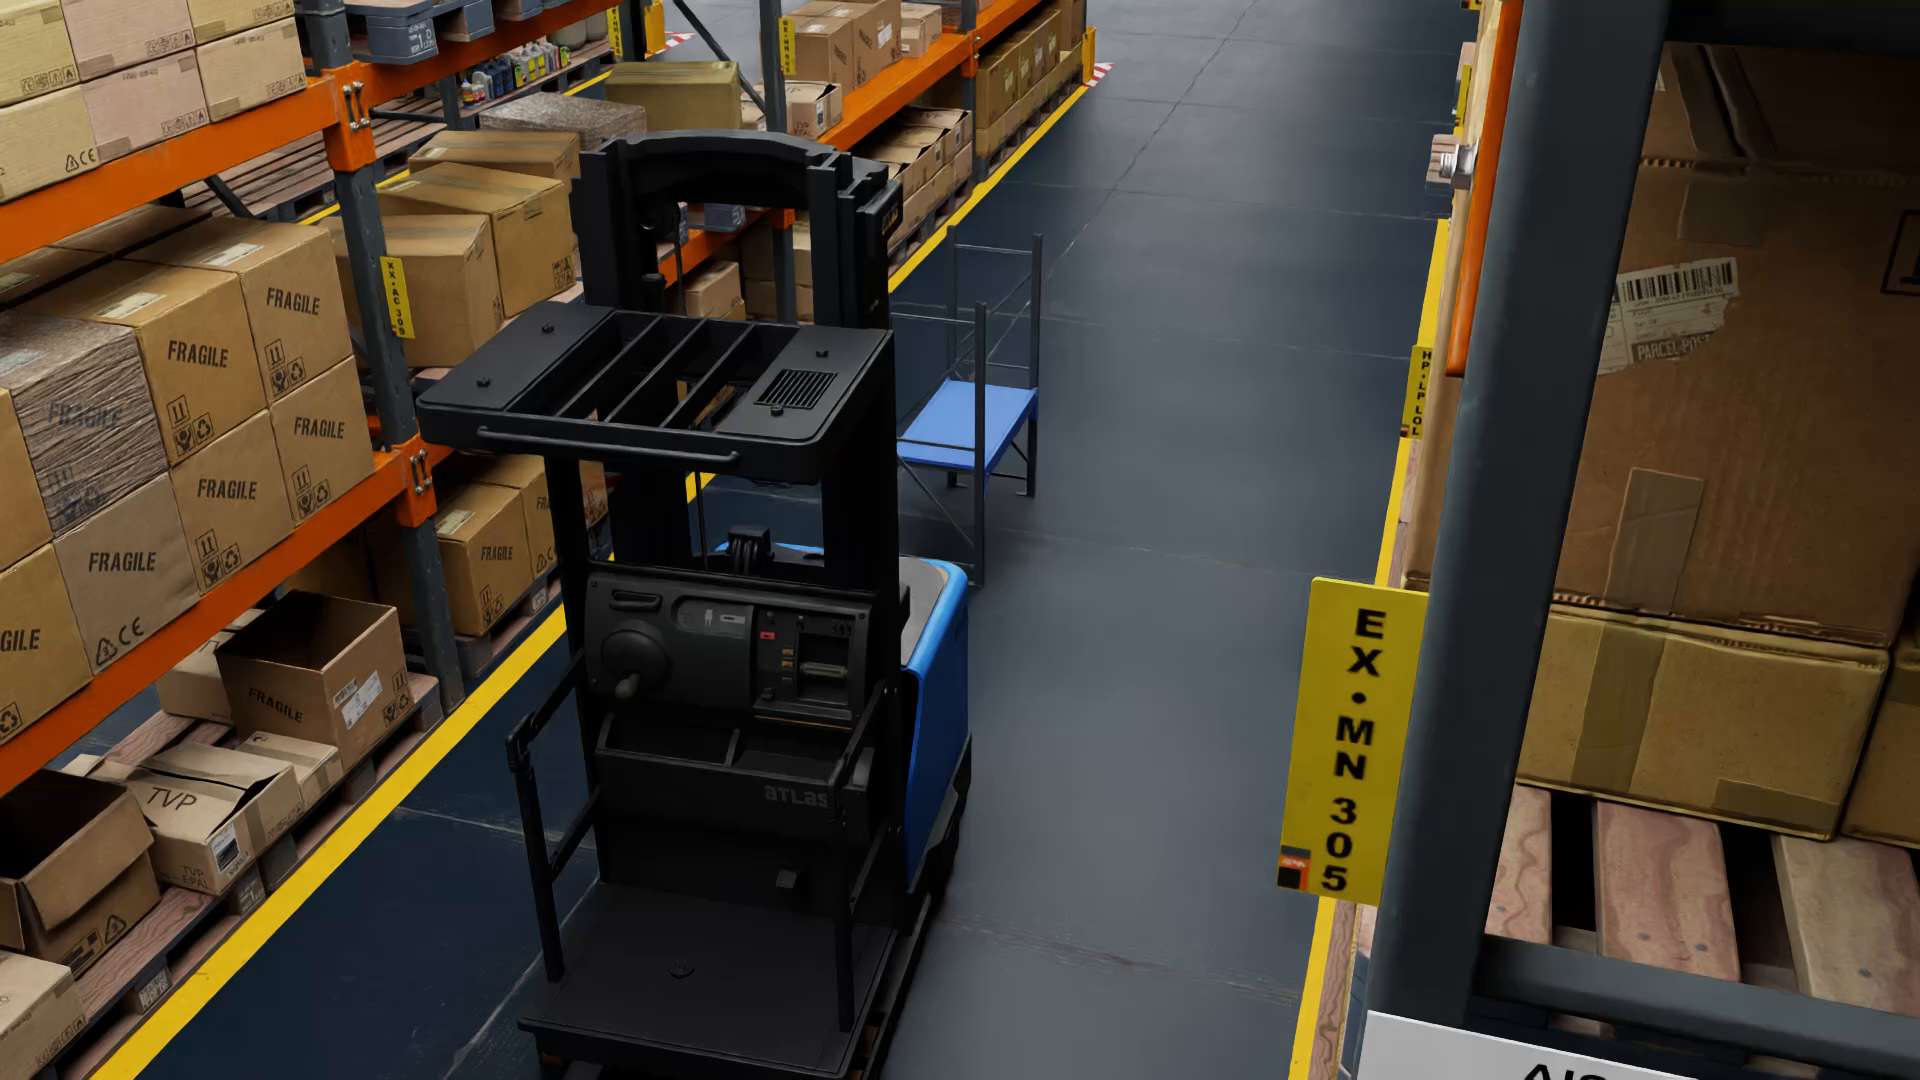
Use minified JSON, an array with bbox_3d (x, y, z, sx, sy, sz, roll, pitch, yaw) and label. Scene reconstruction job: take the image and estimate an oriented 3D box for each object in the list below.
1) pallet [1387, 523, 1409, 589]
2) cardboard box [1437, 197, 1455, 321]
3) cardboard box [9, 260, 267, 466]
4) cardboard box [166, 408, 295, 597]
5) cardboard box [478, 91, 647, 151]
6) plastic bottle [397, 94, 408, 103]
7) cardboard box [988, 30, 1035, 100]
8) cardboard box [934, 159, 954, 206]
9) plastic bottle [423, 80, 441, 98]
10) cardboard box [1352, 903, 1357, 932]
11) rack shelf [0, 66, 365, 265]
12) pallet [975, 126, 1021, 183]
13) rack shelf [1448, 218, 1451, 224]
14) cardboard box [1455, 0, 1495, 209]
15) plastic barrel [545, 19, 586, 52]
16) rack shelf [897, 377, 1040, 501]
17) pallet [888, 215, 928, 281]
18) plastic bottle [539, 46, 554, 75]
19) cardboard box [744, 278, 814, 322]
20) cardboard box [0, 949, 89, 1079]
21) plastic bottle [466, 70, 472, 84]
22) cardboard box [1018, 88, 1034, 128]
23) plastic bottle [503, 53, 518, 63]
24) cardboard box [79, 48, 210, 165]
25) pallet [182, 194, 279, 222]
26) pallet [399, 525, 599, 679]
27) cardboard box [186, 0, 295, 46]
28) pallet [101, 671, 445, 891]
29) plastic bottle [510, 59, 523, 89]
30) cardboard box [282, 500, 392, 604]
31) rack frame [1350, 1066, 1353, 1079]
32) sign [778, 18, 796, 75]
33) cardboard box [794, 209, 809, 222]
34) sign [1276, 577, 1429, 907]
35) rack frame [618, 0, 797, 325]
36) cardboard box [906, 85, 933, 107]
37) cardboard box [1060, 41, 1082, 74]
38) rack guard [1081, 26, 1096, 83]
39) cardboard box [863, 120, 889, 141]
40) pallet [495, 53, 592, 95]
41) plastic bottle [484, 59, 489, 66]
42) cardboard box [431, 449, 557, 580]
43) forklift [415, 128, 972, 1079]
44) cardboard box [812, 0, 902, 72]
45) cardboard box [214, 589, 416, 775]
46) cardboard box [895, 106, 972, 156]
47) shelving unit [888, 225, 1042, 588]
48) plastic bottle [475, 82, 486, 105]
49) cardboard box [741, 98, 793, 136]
[{"bbox_3d":[2.535,0.349,7.906,1.003,0.211,1.213,8,30,15],"label":"pallet"},{"bbox_3d":[1.111,-0.408,2.932,0.500,0.250,0.500,8,30,13],"label":"cardboard box"},{"bbox_3d":[-2.761,-0.607,5.625,0.500,0.500,0.500,8,30,14],"label":"cardboard box"},{"bbox_3d":[-2.763,-0.172,5.871,0.500,0.500,0.500,9,30,16],"label":"cardboard box"},{"bbox_3d":[-2.066,-2.017,8.755,0.700,0.500,0.500,14,32,24],"label":"cardboard box"},{"bbox_3d":[-5.289,-4.246,15.723,0.097,0.201,0.097,0,29,0],"label":"plastic bottle"},{"bbox_3d":[0.365,-4.300,15.019,0.500,0.500,0.500,8,30,15],"label":"cardboard box"},{"bbox_3d":[-0.359,-2.868,13.216,0.500,0.250,0.500,8,30,14],"label":"cardboard box"},{"bbox_3d":[-5.047,-4.418,15.878,0.144,0.351,0.185,8,30,15],"label":"plastic bottle"},{"bbox_3d":[1.426,0.865,3.801,0.980,0.700,0.700,7,30,12],"label":"cardboard box"},{"bbox_3d":[-3.299,-0.704,4.584,1.077,0.370,4.000,8,30,15],"label":"rack shelf"},{"bbox_3d":[-0.090,-3.500,14.824,1.003,0.211,1.213,8,30,15],"label":"pallet"},{"bbox_3d":[2.612,-1.858,6.658,1.077,0.370,4.000,8,30,15],"label":"rack shelf"},{"bbox_3d":[1.107,-0.727,2.734,0.500,0.500,0.500,7,30,13],"label":"cardboard box"},{"bbox_3d":[-4.191,-5.469,17.622,0.421,0.512,0.421,0,29,0],"label":"plastic barrel"},{"bbox_3d":[0.025,-0.538,8.544,0.538,0.185,1.000,8,30,15],"label":"rack shelf"},{"bbox_3d":[-0.899,-2.219,12.522,1.003,0.211,1.213,8,30,15],"label":"pallet"},{"bbox_3d":[-4.185,-4.830,16.697,0.152,0.276,0.135,8,30,13],"label":"plastic bottle"},{"bbox_3d":[-1.103,-1.679,11.080,0.500,0.250,0.500,8,30,15],"label":"cardboard box"},{"bbox_3d":[-3.162,1.554,5.246,0.500,0.250,0.500,8,30,15],"label":"cardboard box"},{"bbox_3d":[-4.619,-4.323,15.777,0.061,0.283,0.133,8,30,15],"label":"plastic bottle"},{"bbox_3d":[0.365,-3.972,15.201,0.500,0.250,0.500,8,30,15],"label":"cardboard box"},{"bbox_3d":[-4.433,-4.676,16.419,0.152,0.276,0.135,8,30,15],"label":"plastic bottle"},{"bbox_3d":[-2.757,-1.387,5.227,0.500,0.250,0.500,8,30,15],"label":"cardboard box"},{"bbox_3d":[-6.007,-2.340,12.740,1.003,0.211,1.213,8,30,15],"label":"pallet"},{"bbox_3d":[-2.509,0.198,8.177,1.003,0.211,1.213,8,30,15],"label":"pallet"},{"bbox_3d":[-2.595,-1.836,5.519,0.500,0.250,0.500,8,30,15],"label":"cardboard box"},{"bbox_3d":[-2.915,0.901,6.914,1.003,0.211,1.213,8,30,15],"label":"pallet"},{"bbox_3d":[-4.321,-4.543,16.172,0.061,0.283,0.133,10,31,17],"label":"plastic bottle"},{"bbox_3d":[-2.841,-0.007,7.796,0.500,0.500,0.500,8,30,15],"label":"cardboard box"},{"bbox_3d":[0.850,1.927,2.200,1.000,3.000,0.127,8,30,15],"label":"rack frame"},{"bbox_3d":[-1.016,-2.894,9.757,0.100,0.325,0.005,8,30,15],"label":"sign"},{"bbox_3d":[-0.957,-2.170,11.384,0.500,0.311,0.500,8,30,14],"label":"cardboard box"},{"bbox_3d":[0.336,0.180,1.426,0.100,0.325,0.005,8,30,15],"label":"sign"},{"bbox_3d":[-1.538,-2.496,10.151,1.000,3.000,0.127,8,30,15],"label":"rack frame"},{"bbox_3d":[-0.279,-4.142,14.735,0.500,0.500,0.500,8,30,15],"label":"cardboard box"},{"bbox_3d":[0.935,-4.904,16.877,0.500,0.250,0.500,8,30,15],"label":"cardboard box"},{"bbox_3d":[0.817,-5.132,17.462,1.175,0.500,0.348,8,30,15],"label":"rack guard"},{"bbox_3d":[-0.875,-3.193,13.224,0.500,0.311,0.500,8,30,14],"label":"cardboard box"},{"bbox_3d":[-4.505,-4.720,17.017,1.003,0.211,1.213,8,30,15],"label":"pallet"},{"bbox_3d":[-4.854,-4.965,16.943,0.097,0.271,0.097,0,29,0],"label":"plastic bottle"},{"bbox_3d":[-2.191,-0.176,8.100,0.500,0.500,0.500,9,30,16],"label":"cardboard box"},{"bbox_3d":[-0.780,0.390,5.033,1.130,2.935,3.031,6,30,11],"label":"forklift"},{"bbox_3d":[-0.759,-3.799,12.391,0.500,0.500,0.500,11,31,18],"label":"cardboard box"},{"bbox_3d":[-2.608,0.568,6.761,0.500,0.500,0.500,8,30,15],"label":"cardboard box"},{"bbox_3d":[-0.209,-3.353,13.511,0.500,0.311,0.500,8,30,15],"label":"cardboard box"},{"bbox_3d":[0.025,-0.695,8.457,0.538,1.500,1.048,8,30,15],"label":"shelving unit"},{"bbox_3d":[-4.526,-4.213,15.663,0.097,0.201,0.097,0,29,0],"label":"plastic bottle"},{"bbox_3d":[-1.389,-2.620,10.465,0.500,0.311,0.500,10,31,18],"label":"cardboard box"}]
